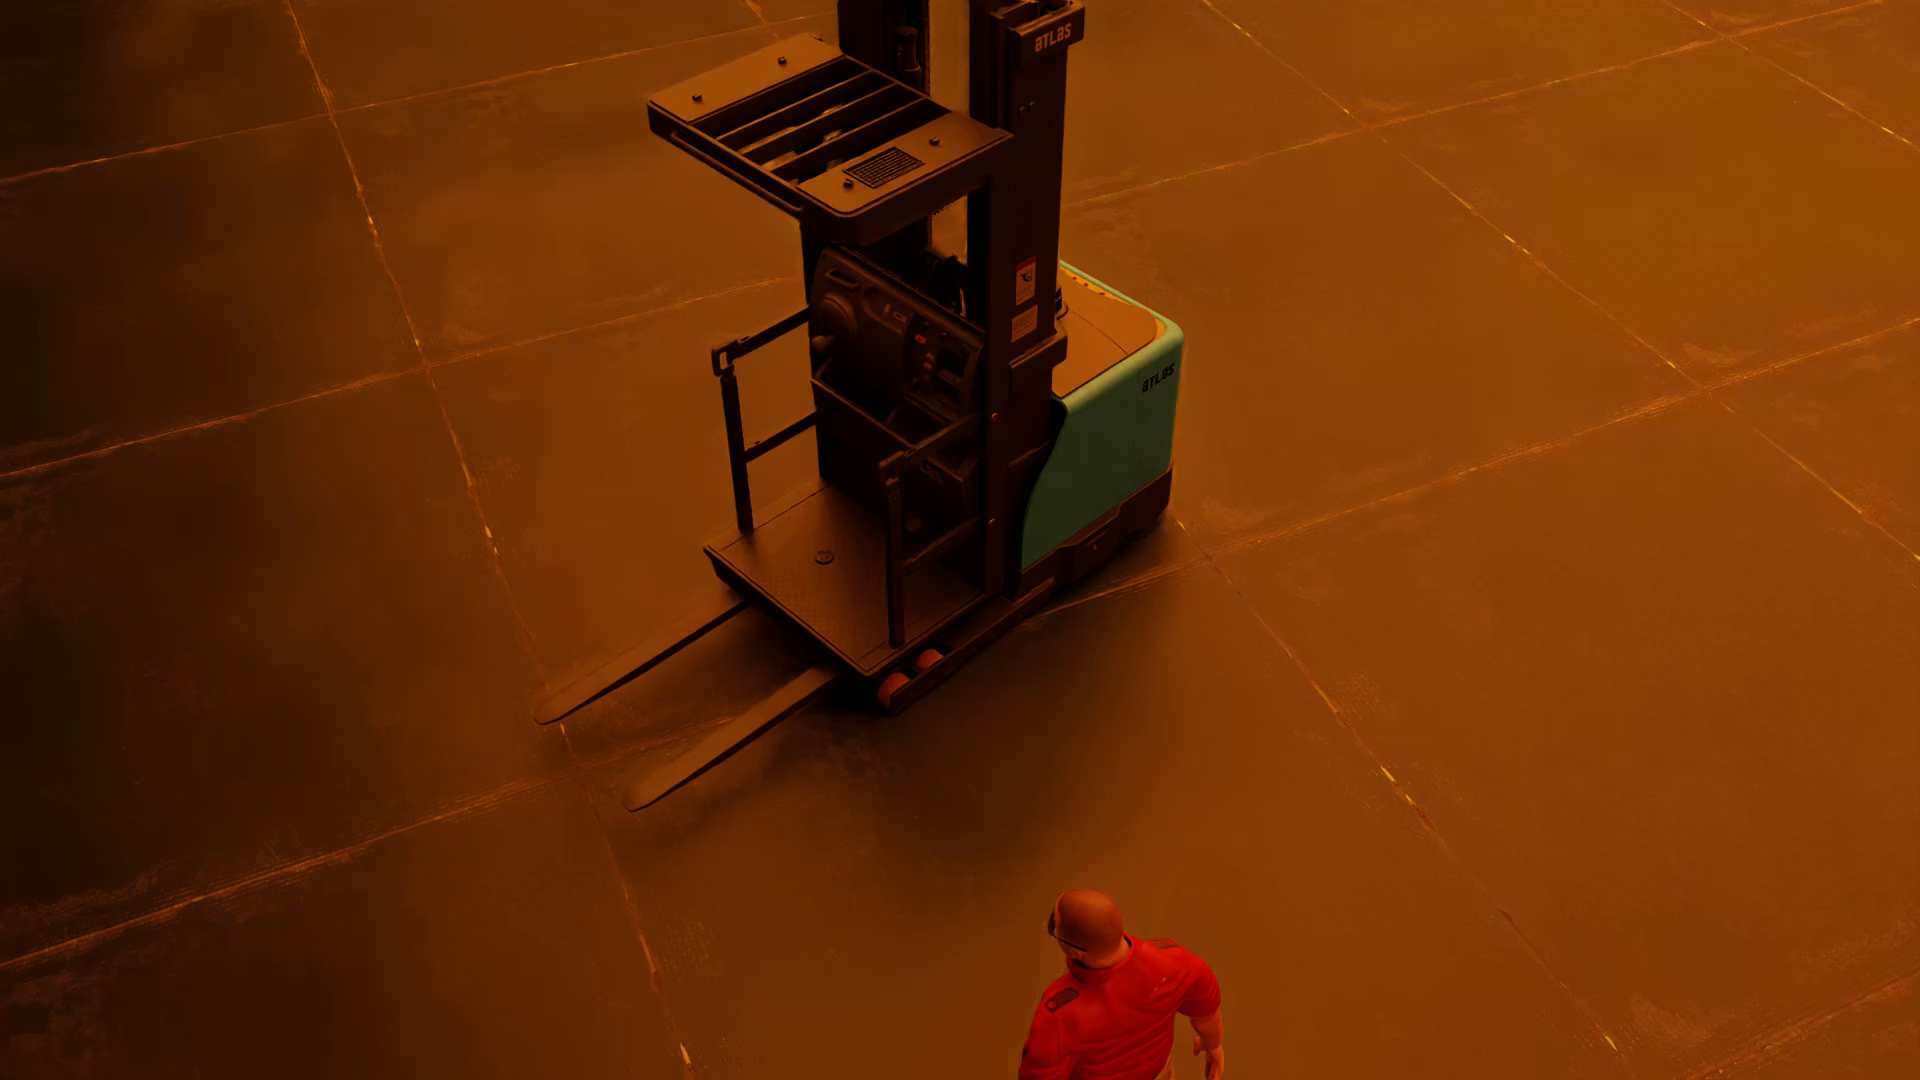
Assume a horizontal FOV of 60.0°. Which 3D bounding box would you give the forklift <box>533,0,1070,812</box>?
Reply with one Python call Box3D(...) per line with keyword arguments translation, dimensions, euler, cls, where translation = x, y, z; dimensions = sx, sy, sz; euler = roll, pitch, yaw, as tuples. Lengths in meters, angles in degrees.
Box3D(translation=(-0.462, -0.686, 6.462), dimensions=(2.884, 2.867, 1.101), euler=(-34, 52, -31), cls="forklift")
